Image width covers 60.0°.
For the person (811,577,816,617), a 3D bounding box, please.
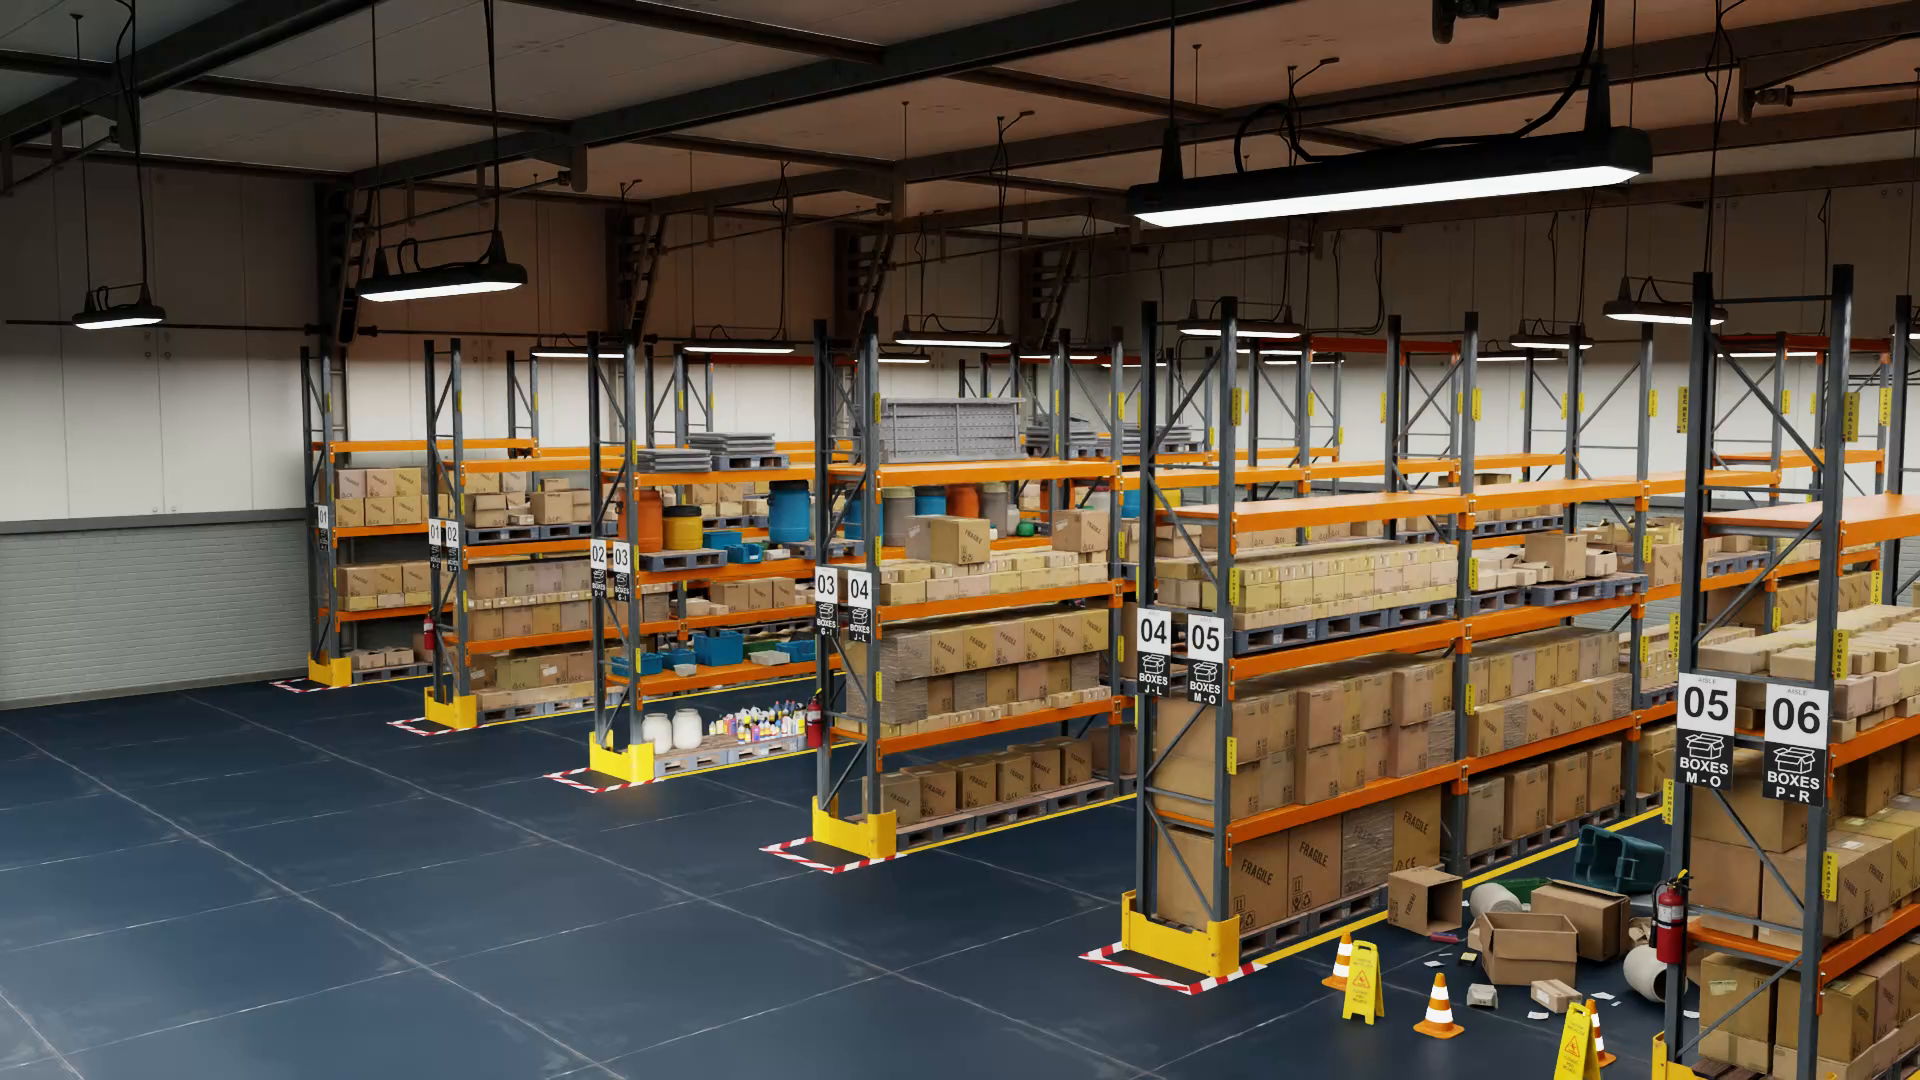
[{"bbox_3d":[-2.825,1.329,34.230,0.465,1.659,0.410,-3,6,-34],"label":"person"}]
